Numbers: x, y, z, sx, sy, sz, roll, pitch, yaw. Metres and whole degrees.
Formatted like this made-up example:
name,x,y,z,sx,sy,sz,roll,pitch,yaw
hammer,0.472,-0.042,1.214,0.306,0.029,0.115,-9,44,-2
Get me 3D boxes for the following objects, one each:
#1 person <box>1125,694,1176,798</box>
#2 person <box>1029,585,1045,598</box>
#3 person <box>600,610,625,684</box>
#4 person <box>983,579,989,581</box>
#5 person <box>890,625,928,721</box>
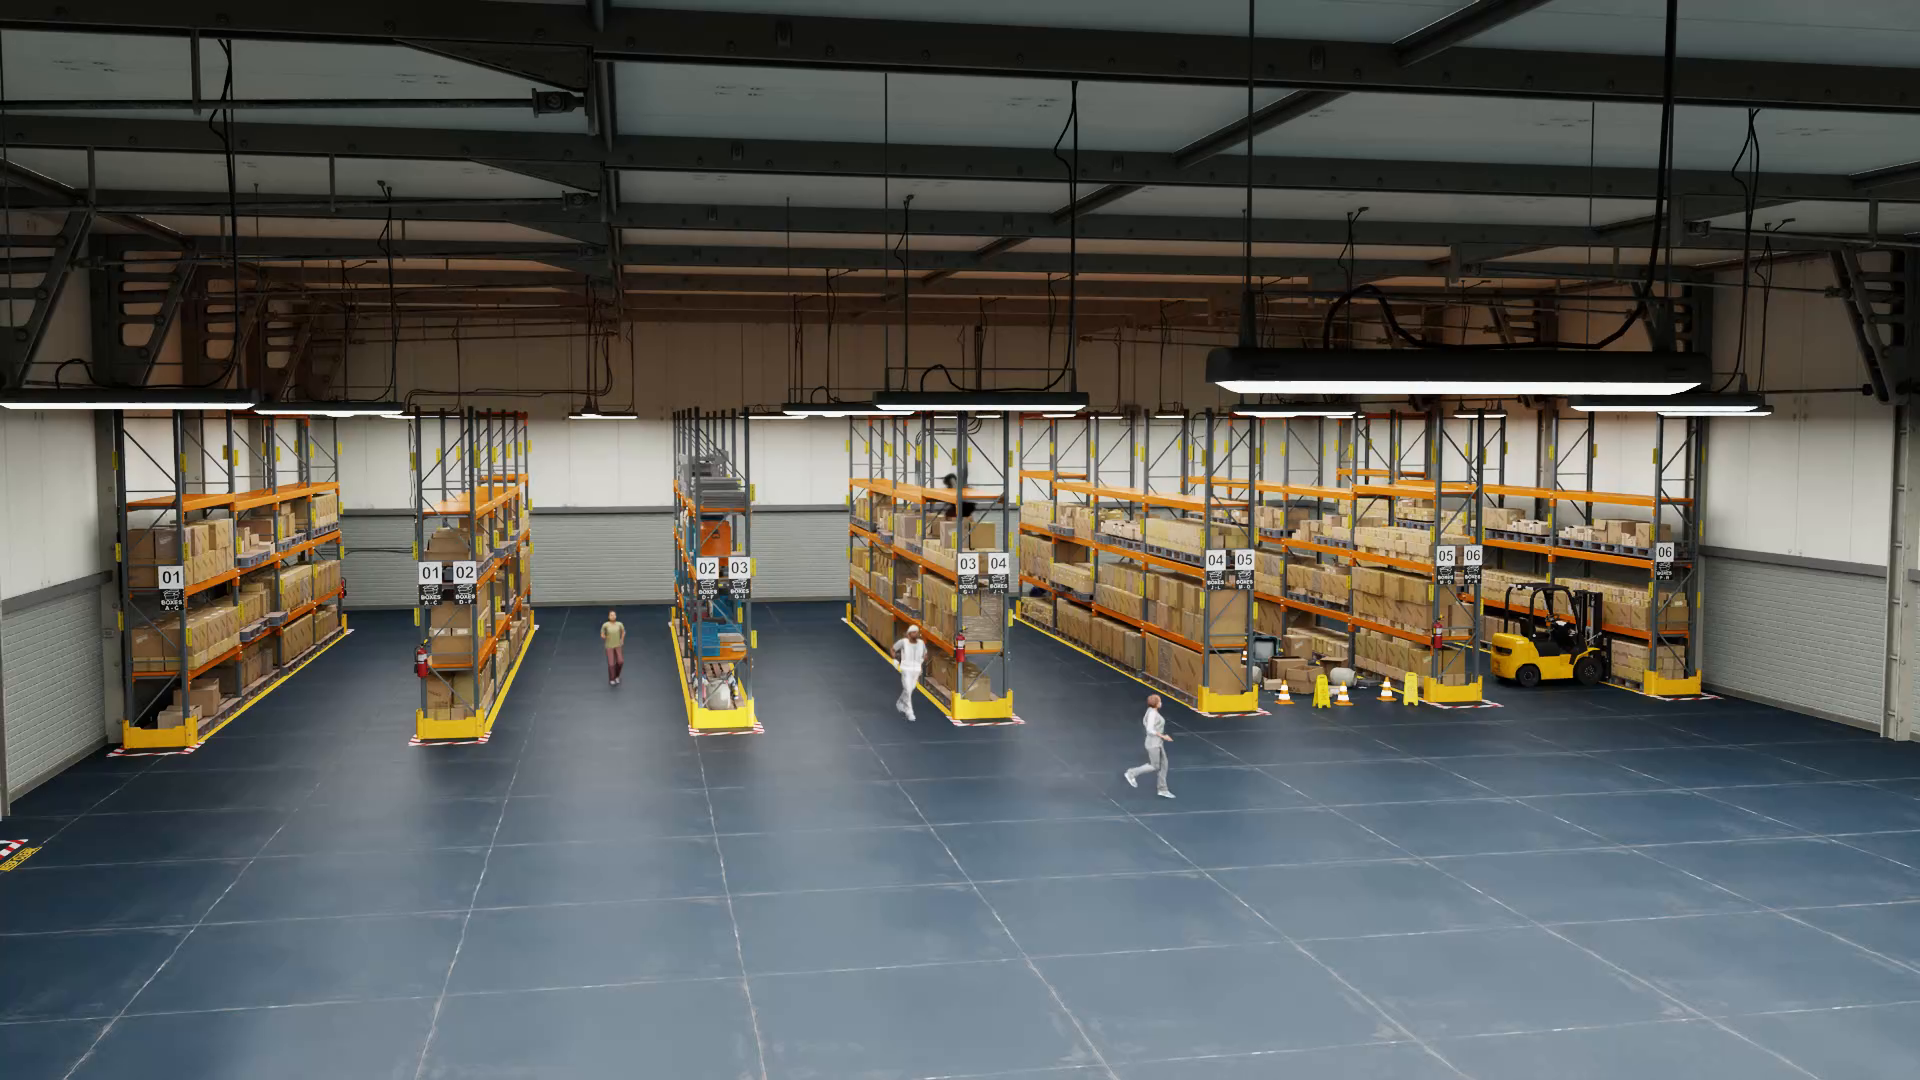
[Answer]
name,x,y,z,sx,sy,sz,roll,pitch,yaw
person,2.912,3.141,25.392,0.774,1.598,0.553,1,4,11
person,2.361,1.375,49.996,0.559,1.615,0.654,2,5,29
person,-7.497,2.331,36.028,0.559,1.629,0.583,-1,4,-20
person,0.577,1.509,47.723,0.664,1.713,0.714,1,4,9
person,-0.955,2.550,32.273,0.697,1.803,0.927,-2,5,-28
